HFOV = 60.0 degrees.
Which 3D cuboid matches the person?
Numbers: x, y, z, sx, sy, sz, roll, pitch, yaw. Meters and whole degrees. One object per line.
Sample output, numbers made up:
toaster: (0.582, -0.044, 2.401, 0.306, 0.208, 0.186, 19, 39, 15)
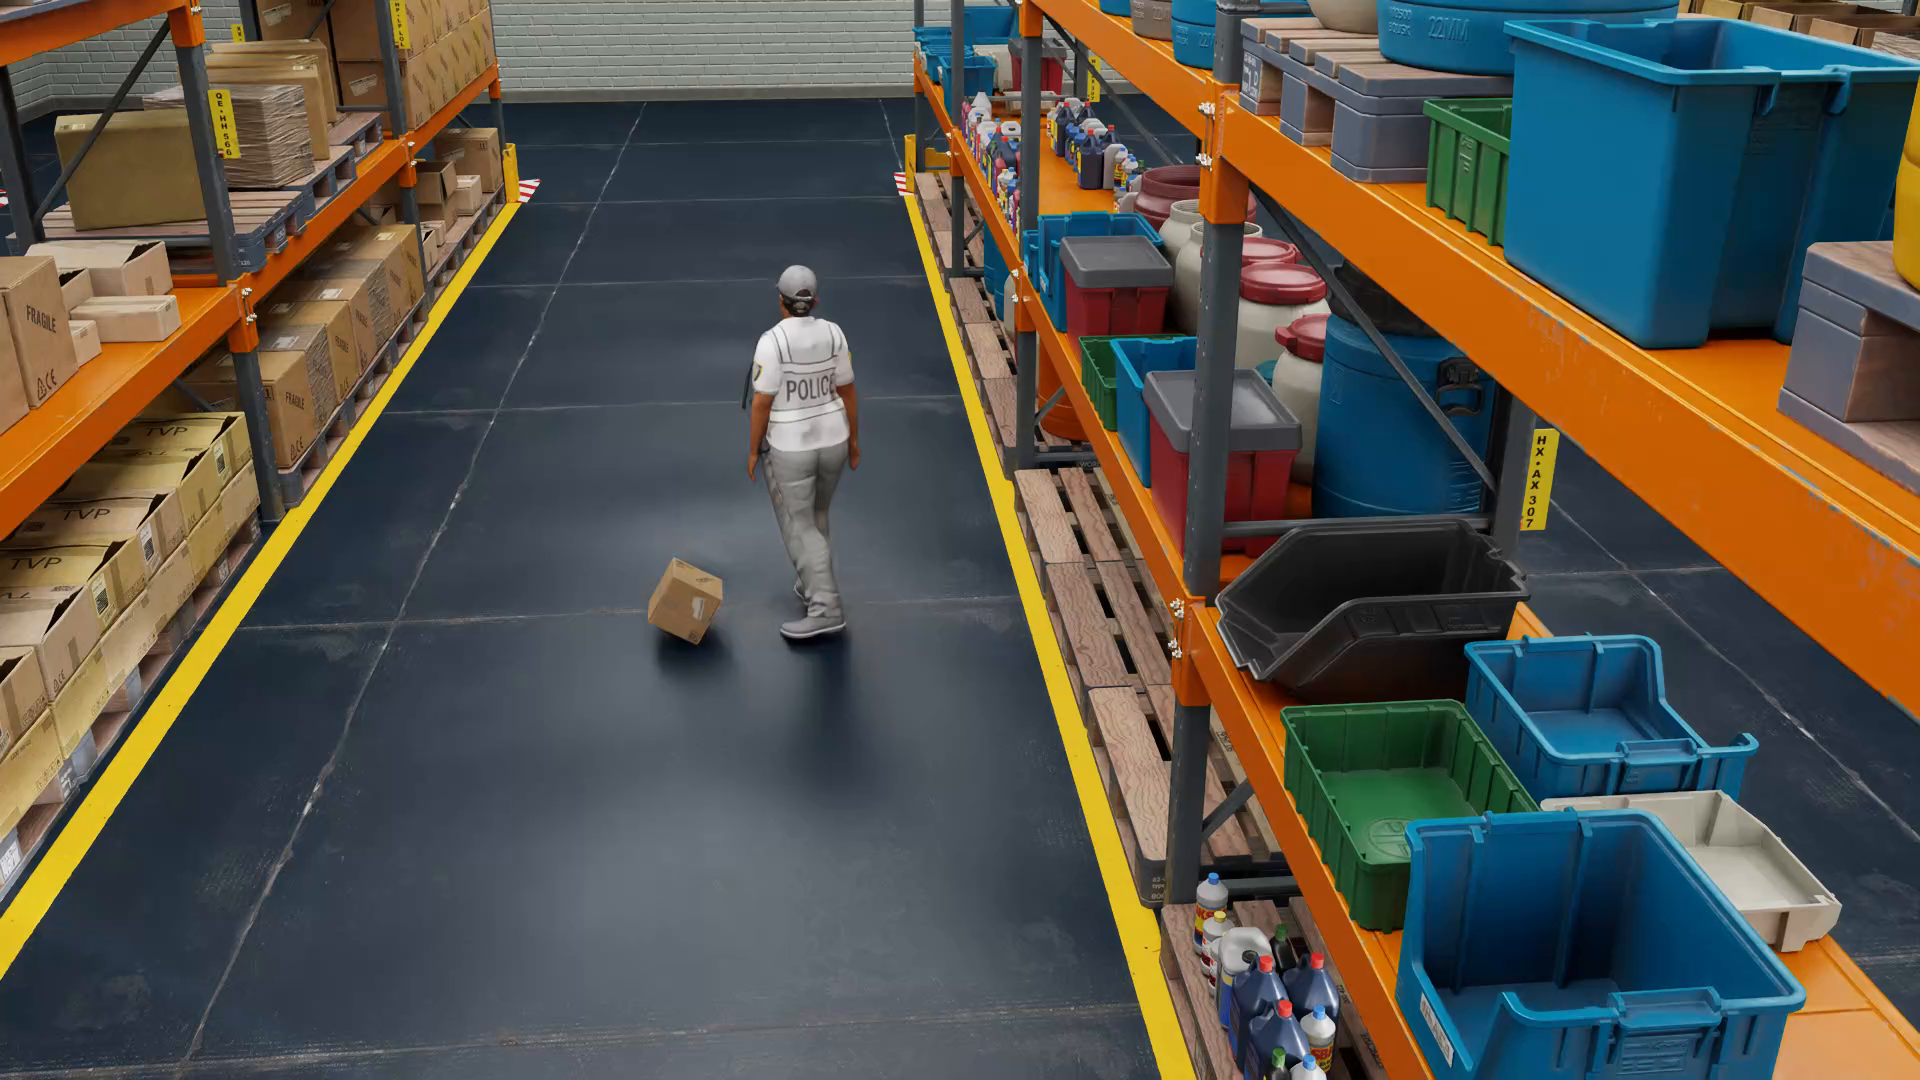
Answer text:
person: (-0.683, -0.405, 7.523, 0.560, 1.653, 0.601, -19, 30, -37)
